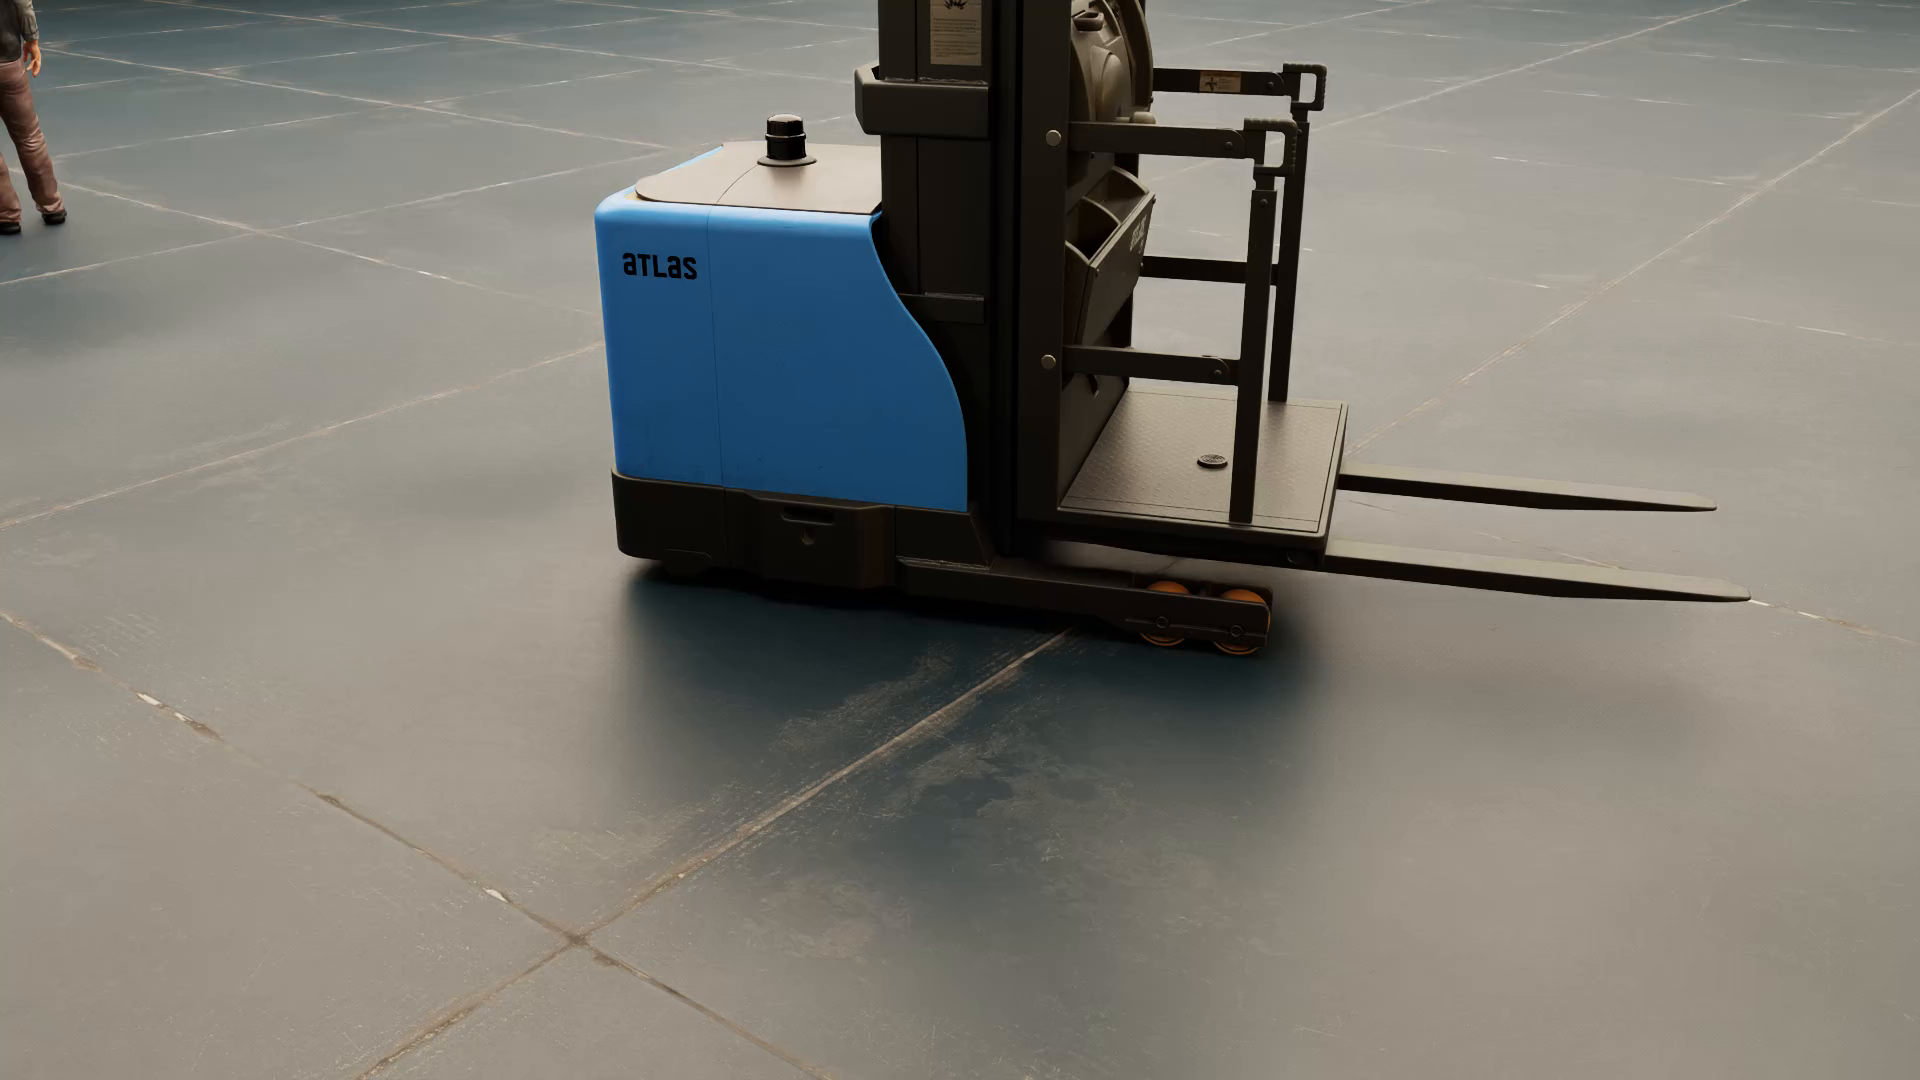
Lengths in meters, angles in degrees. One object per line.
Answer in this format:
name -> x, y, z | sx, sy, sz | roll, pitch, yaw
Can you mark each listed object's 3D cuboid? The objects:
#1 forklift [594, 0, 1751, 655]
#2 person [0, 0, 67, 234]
forklift -> 0.587, -1.281, 4.284 | 3.031, 2.935, 1.130 | 6, 24, 14
person -> -5.006, -2.435, 8.446 | 0.632, 1.720, 0.569 | -19, 30, -37
